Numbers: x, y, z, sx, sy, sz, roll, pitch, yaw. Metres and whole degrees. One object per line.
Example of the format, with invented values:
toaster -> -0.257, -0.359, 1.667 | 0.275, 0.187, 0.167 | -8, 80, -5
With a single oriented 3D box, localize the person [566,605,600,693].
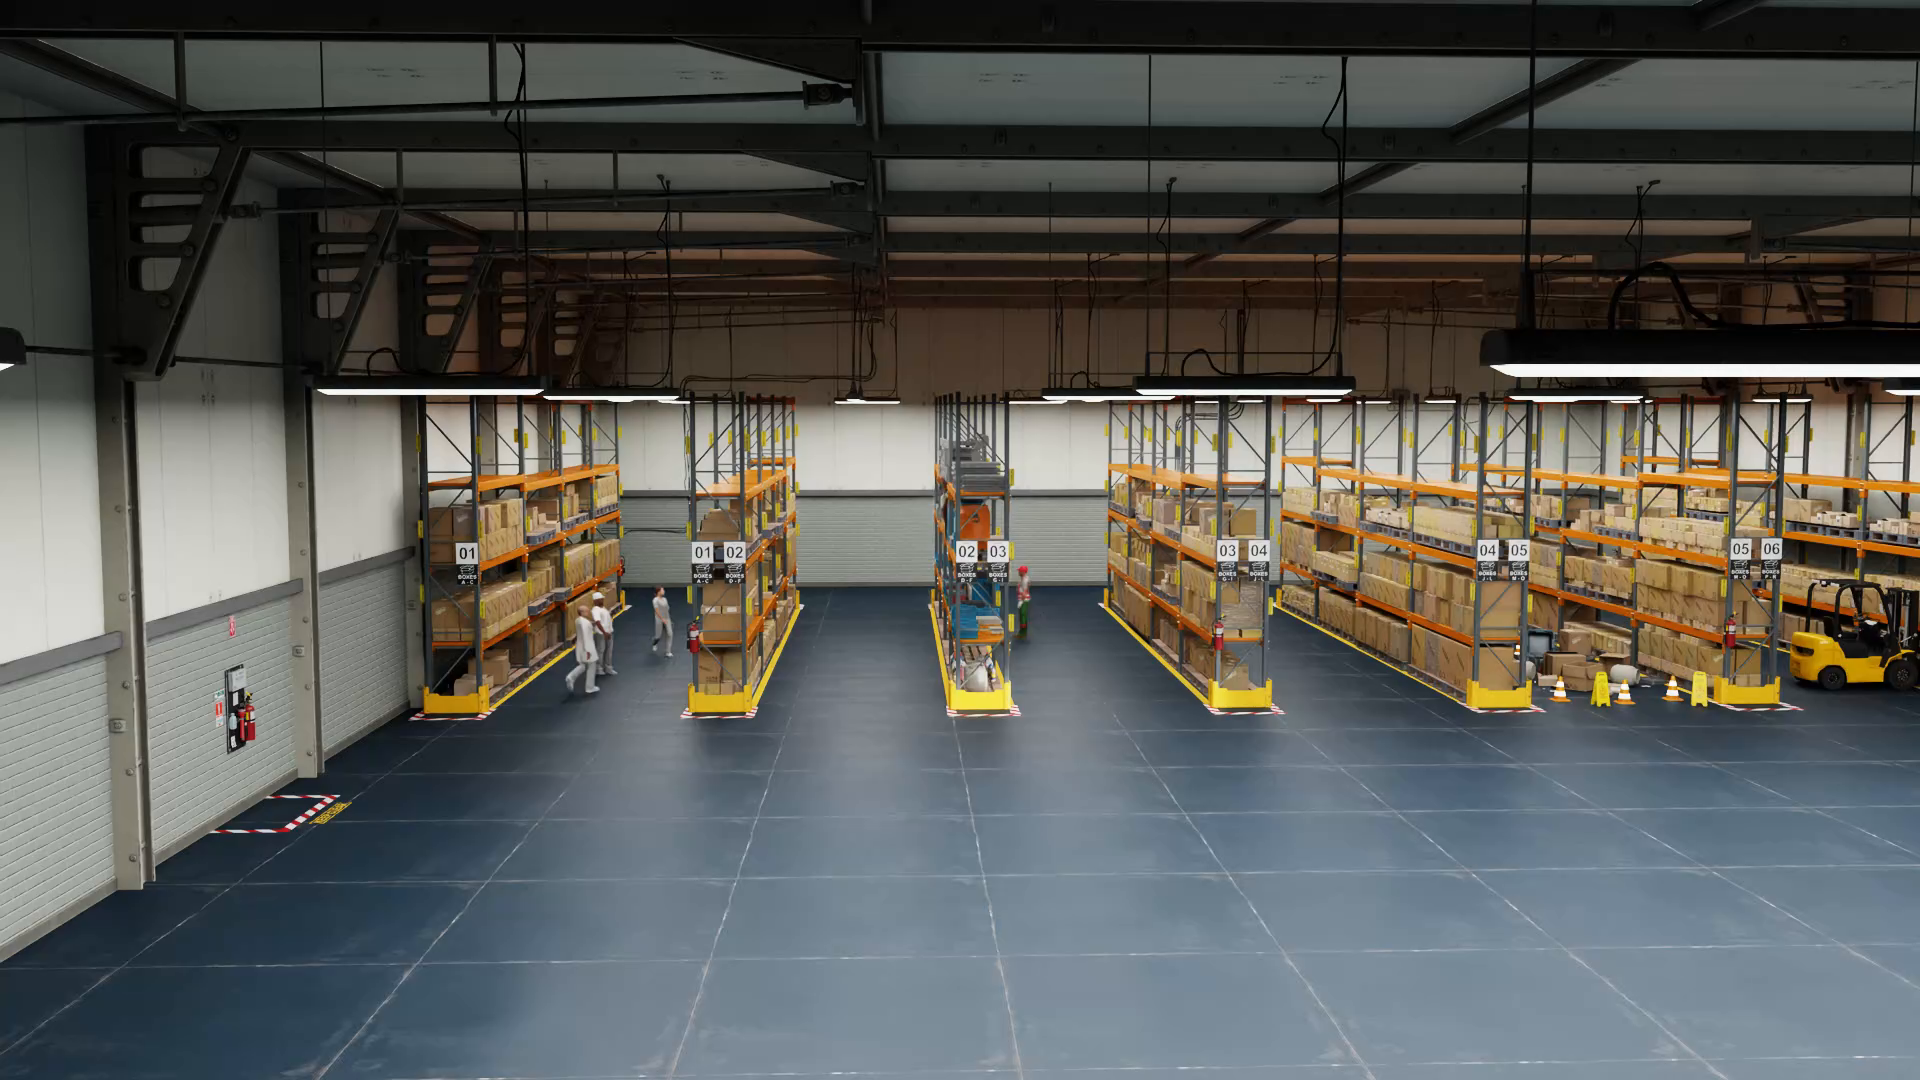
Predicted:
person -> -7.504, 2.176, 33.103 | 0.558, 1.761, 0.783 | 4, 6, 38

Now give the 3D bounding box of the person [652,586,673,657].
person -> -6.844, 1.851, 38.319 | 0.492, 1.615, 0.809 | -3, 6, -35

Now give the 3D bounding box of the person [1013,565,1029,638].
person -> 1.510, 1.526, 41.201 | 0.410, 1.802, 0.592 | 0, 5, -1

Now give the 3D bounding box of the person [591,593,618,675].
person -> -7.571, 2.007, 35.469 | 0.654, 1.773, 0.622 | 3, 5, 32

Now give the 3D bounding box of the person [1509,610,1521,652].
person -> 12.792, 1.772, 38.428 | 0.518, 1.789, 0.628 | 3, 5, 32
